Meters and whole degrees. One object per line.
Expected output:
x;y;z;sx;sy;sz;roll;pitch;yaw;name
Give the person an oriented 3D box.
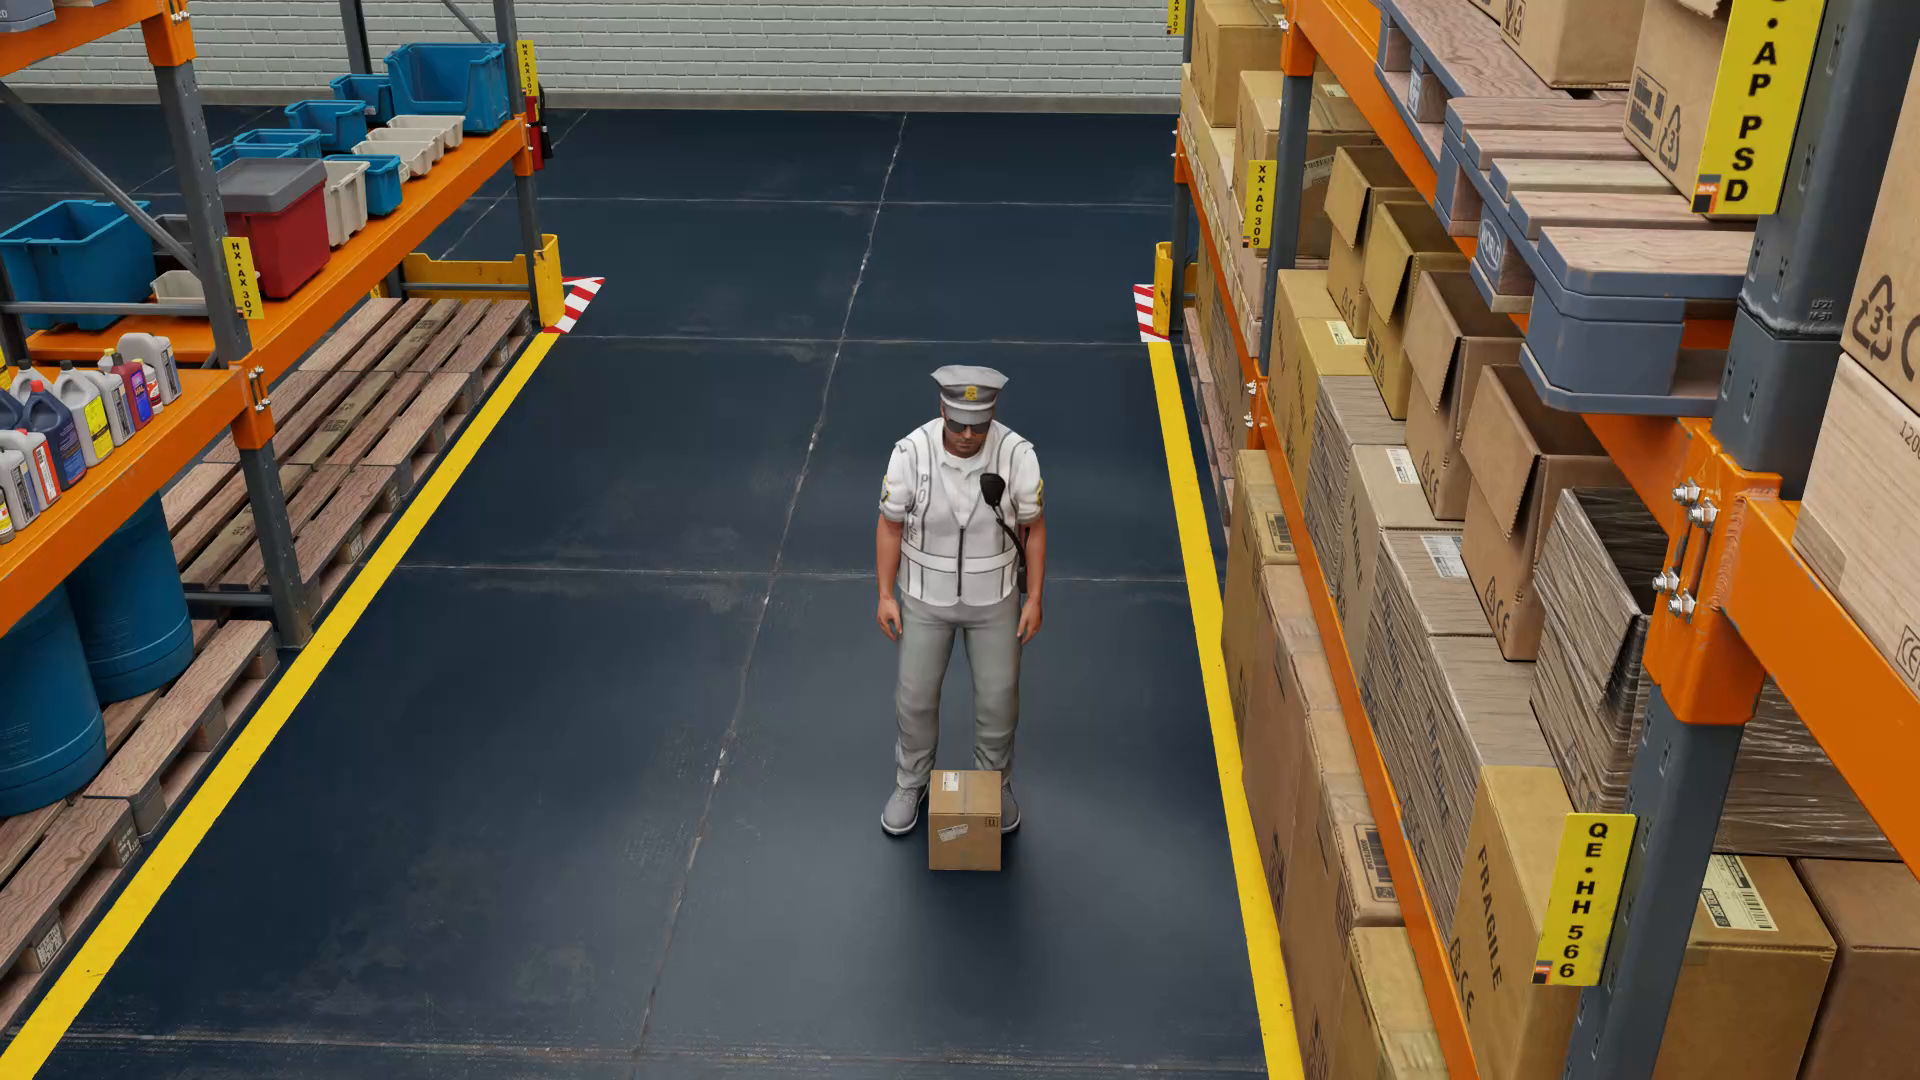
0.003;0.193;5.747;0.584;1.747;0.440;0;28;0;person
